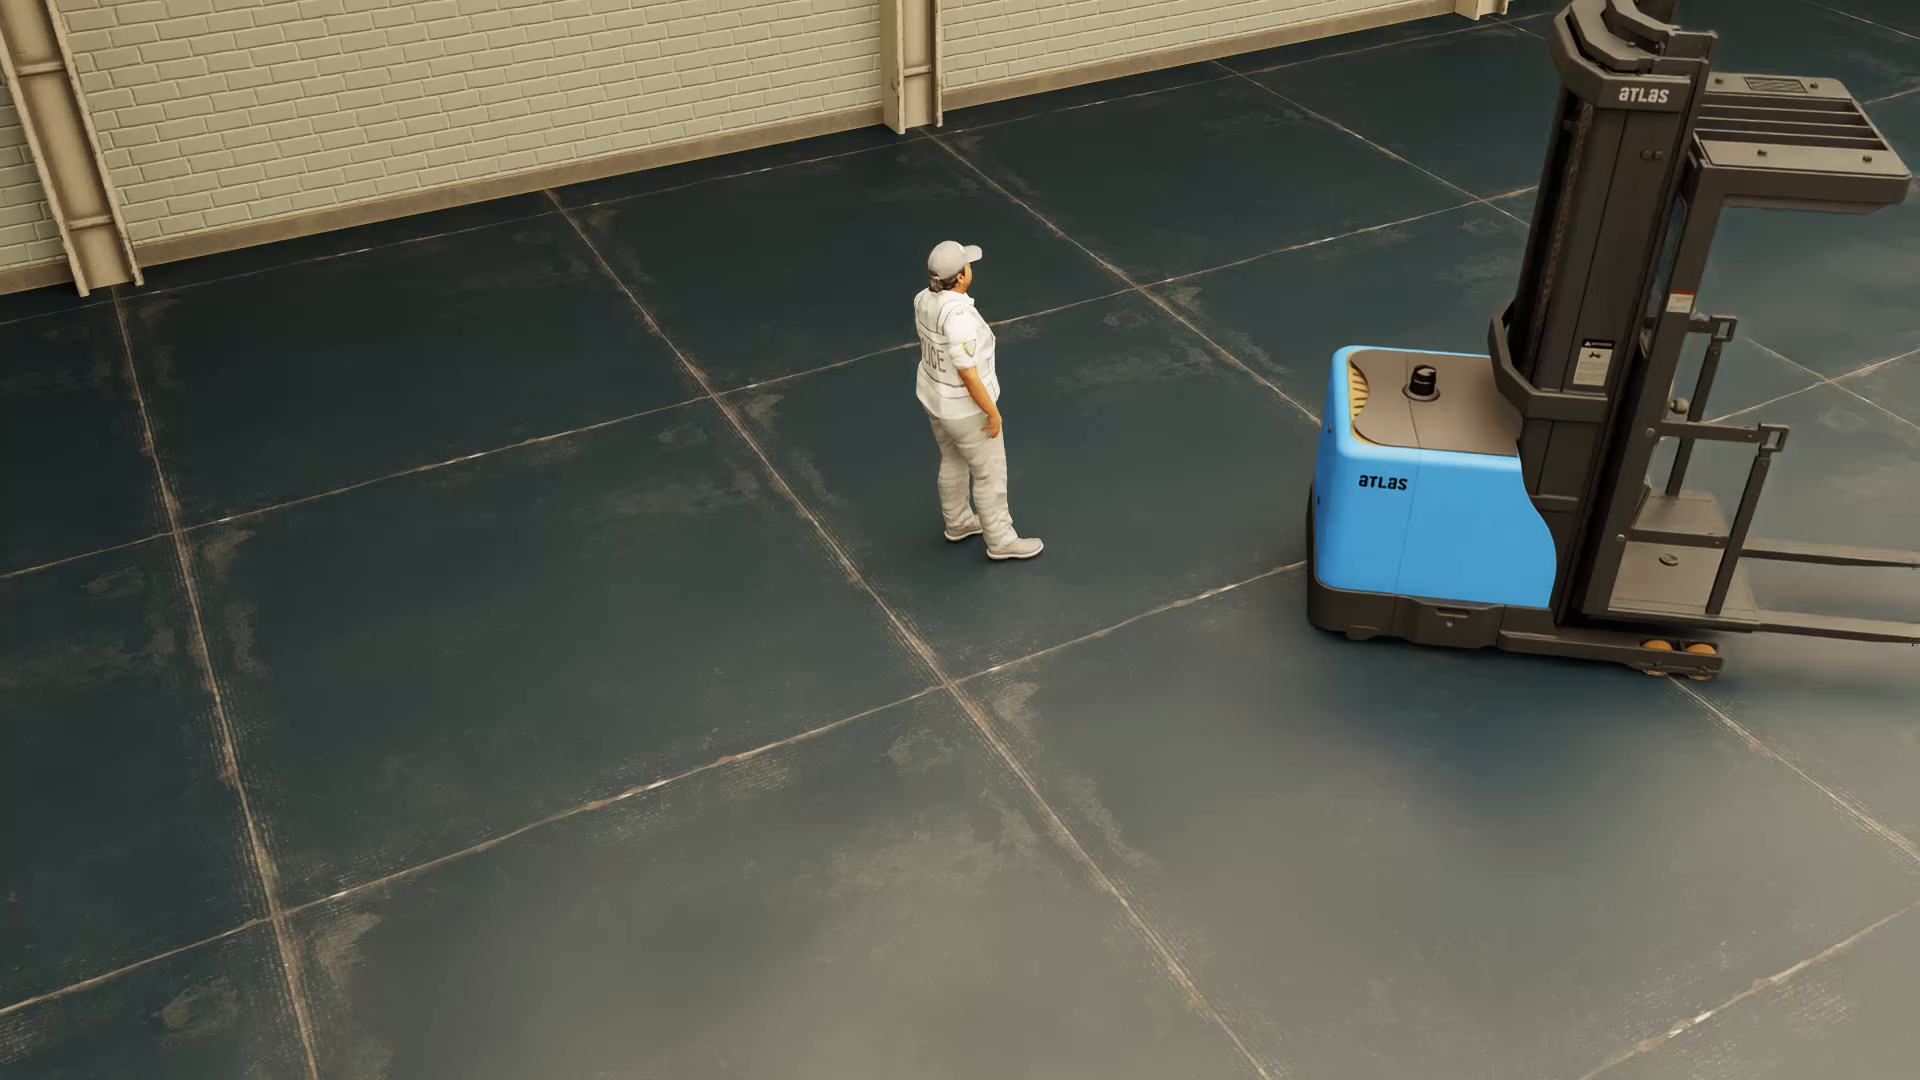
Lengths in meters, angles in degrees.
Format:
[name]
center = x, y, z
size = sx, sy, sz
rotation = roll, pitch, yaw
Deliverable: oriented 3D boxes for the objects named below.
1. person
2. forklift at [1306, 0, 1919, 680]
[person]
center = 0.078, -0.696, 8.190
size = 0.529, 1.670, 0.599
rotation = -17, 39, -23
[forklift]
center = 3.241, -0.877, 7.364
size = 3.031, 2.935, 1.130
rotation = 5, 36, 7
